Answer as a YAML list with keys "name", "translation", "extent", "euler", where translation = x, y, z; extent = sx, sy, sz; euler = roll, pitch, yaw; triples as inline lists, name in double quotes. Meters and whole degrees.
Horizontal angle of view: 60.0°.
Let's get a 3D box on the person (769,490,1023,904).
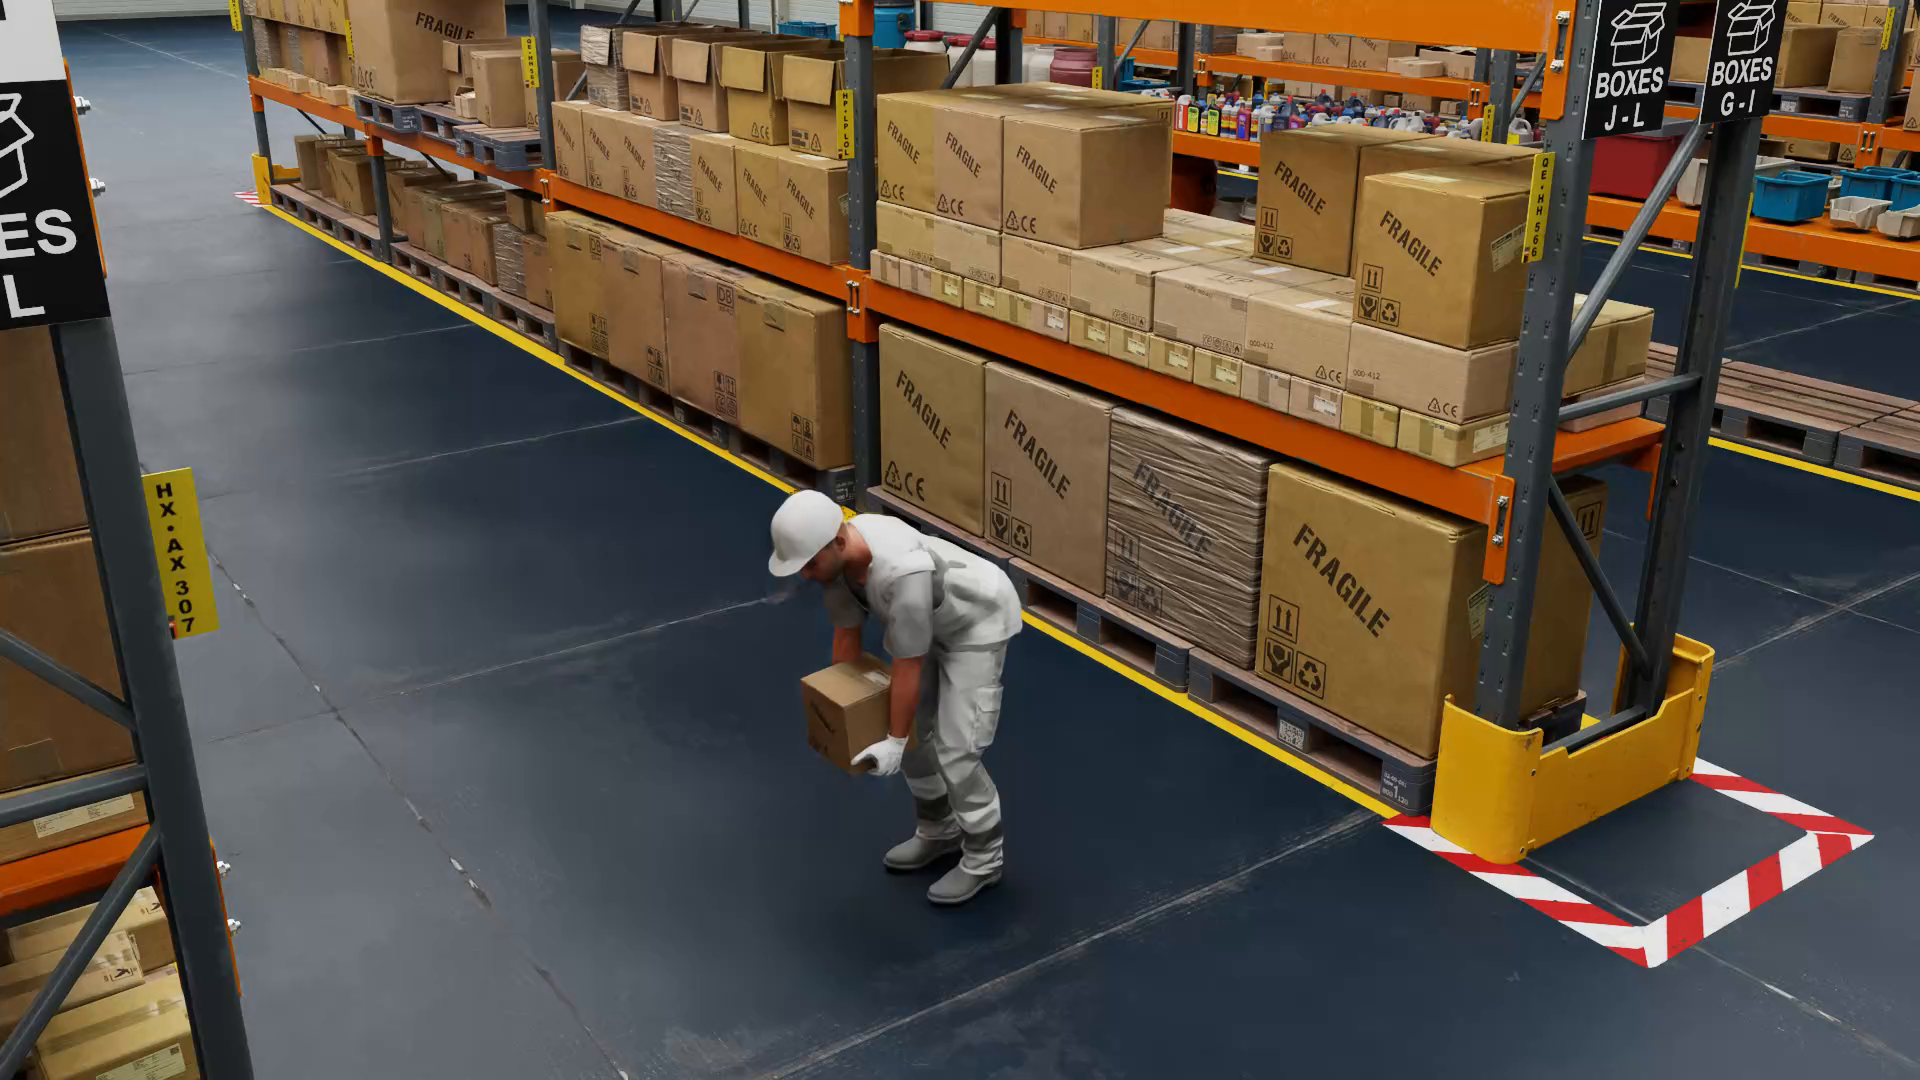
- name: "person"
  translation: [-0.206, 0.481, 5.242]
  extent: [0.858, 1.472, 0.482]
  euler: [-15, 26, -34]
